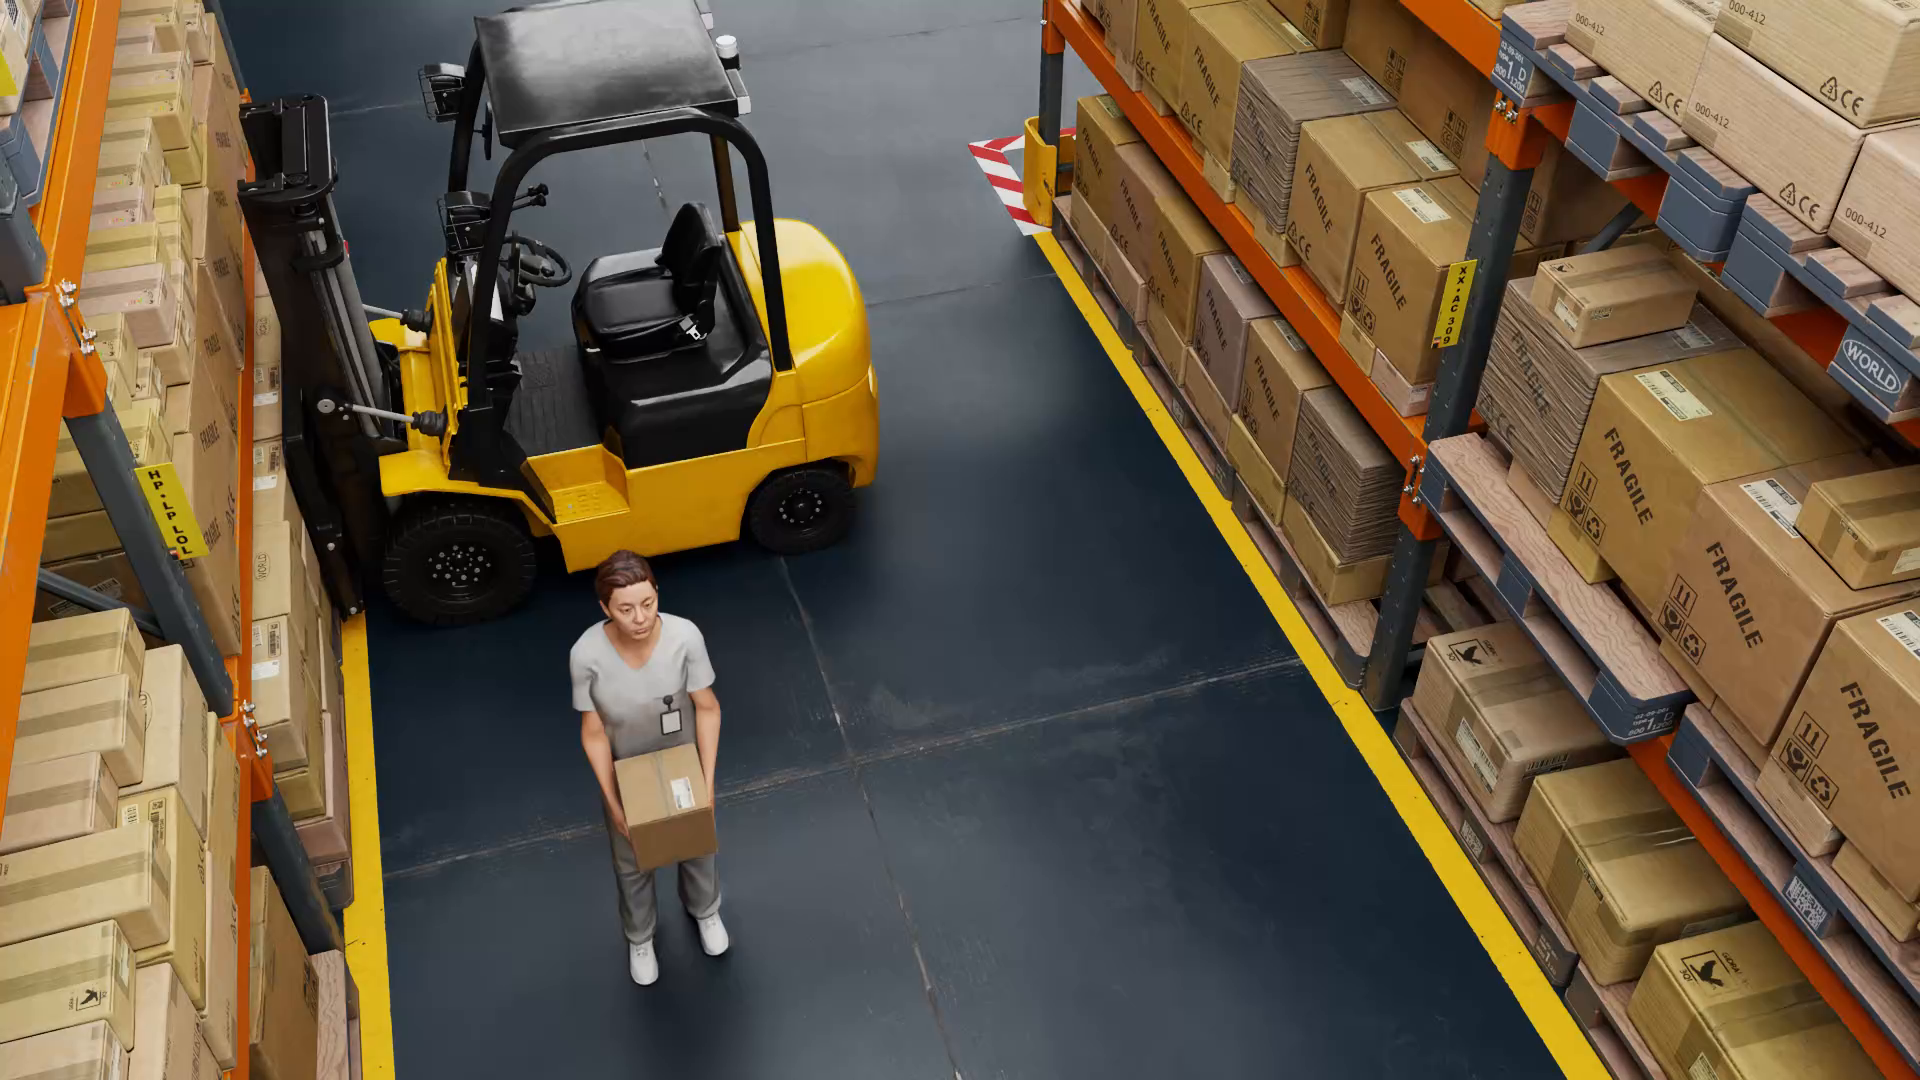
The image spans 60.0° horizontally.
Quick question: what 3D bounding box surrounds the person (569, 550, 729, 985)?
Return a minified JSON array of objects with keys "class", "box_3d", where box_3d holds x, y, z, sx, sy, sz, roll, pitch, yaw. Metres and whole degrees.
[{"class":"person","box_3d":[-0.960,0.760,5.328,0.452,1.676,0.534,-12,44,-13]}]
